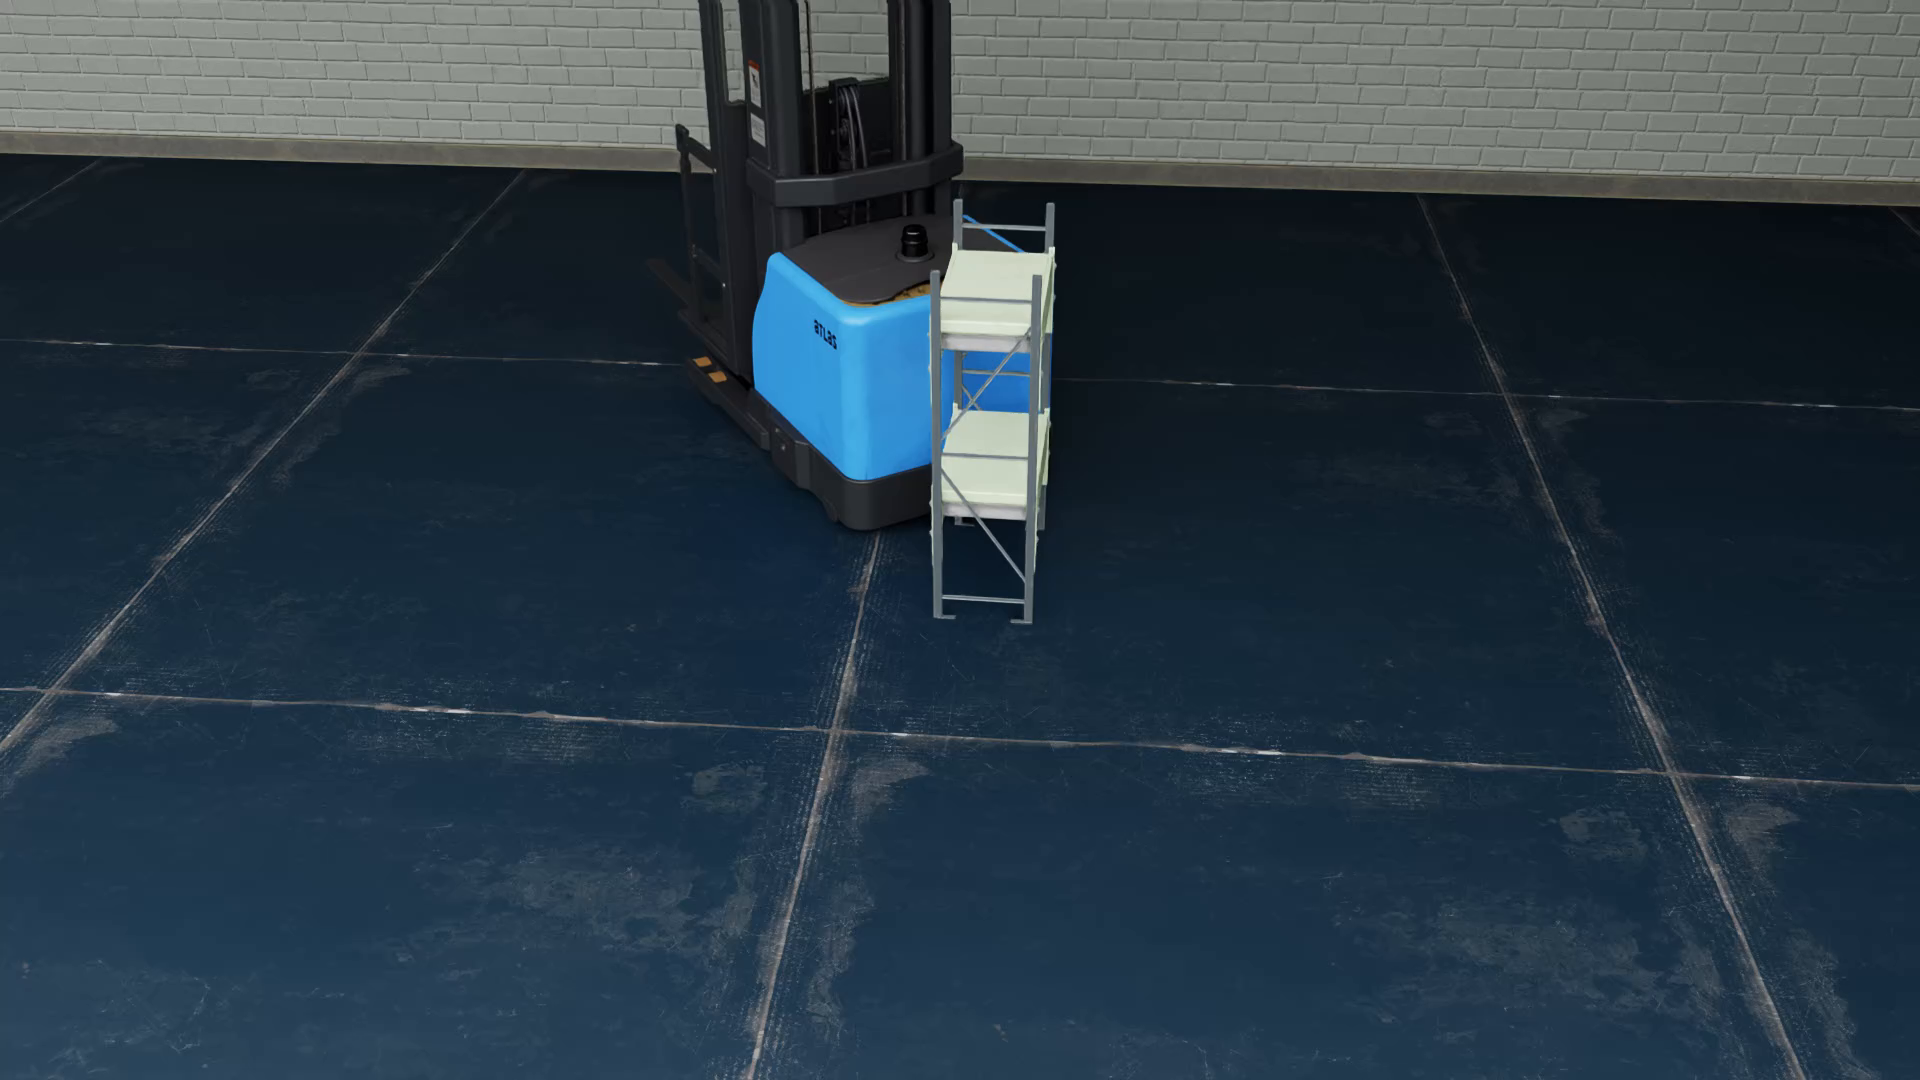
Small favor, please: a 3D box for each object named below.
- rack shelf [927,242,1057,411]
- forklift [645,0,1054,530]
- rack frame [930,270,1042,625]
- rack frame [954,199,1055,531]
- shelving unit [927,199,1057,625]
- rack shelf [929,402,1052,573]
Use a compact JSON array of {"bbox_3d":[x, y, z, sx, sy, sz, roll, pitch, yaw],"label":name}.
[{"bbox_3d":[0.134,-0.836,6.434,0.431,0.370,0.720,3,32,5],"label":"rack shelf"},{"bbox_3d":[-0.743,-2.034,7.757,1.130,2.935,3.031,-17,35,-25],"label":"forklift"},{"bbox_3d":[0.093,-0.313,6.329,0.400,1.500,0.023,3,32,5],"label":"rack frame"},{"bbox_3d":[0.175,-0.695,6.948,0.400,1.500,0.023,3,32,5],"label":"rack frame"},{"bbox_3d":[0.134,-0.504,6.638,0.431,1.500,0.755,3,32,5],"label":"shelving unit"},{"bbox_3d":[0.134,-0.226,6.809,0.431,0.370,0.720,3,32,5],"label":"rack shelf"}]
